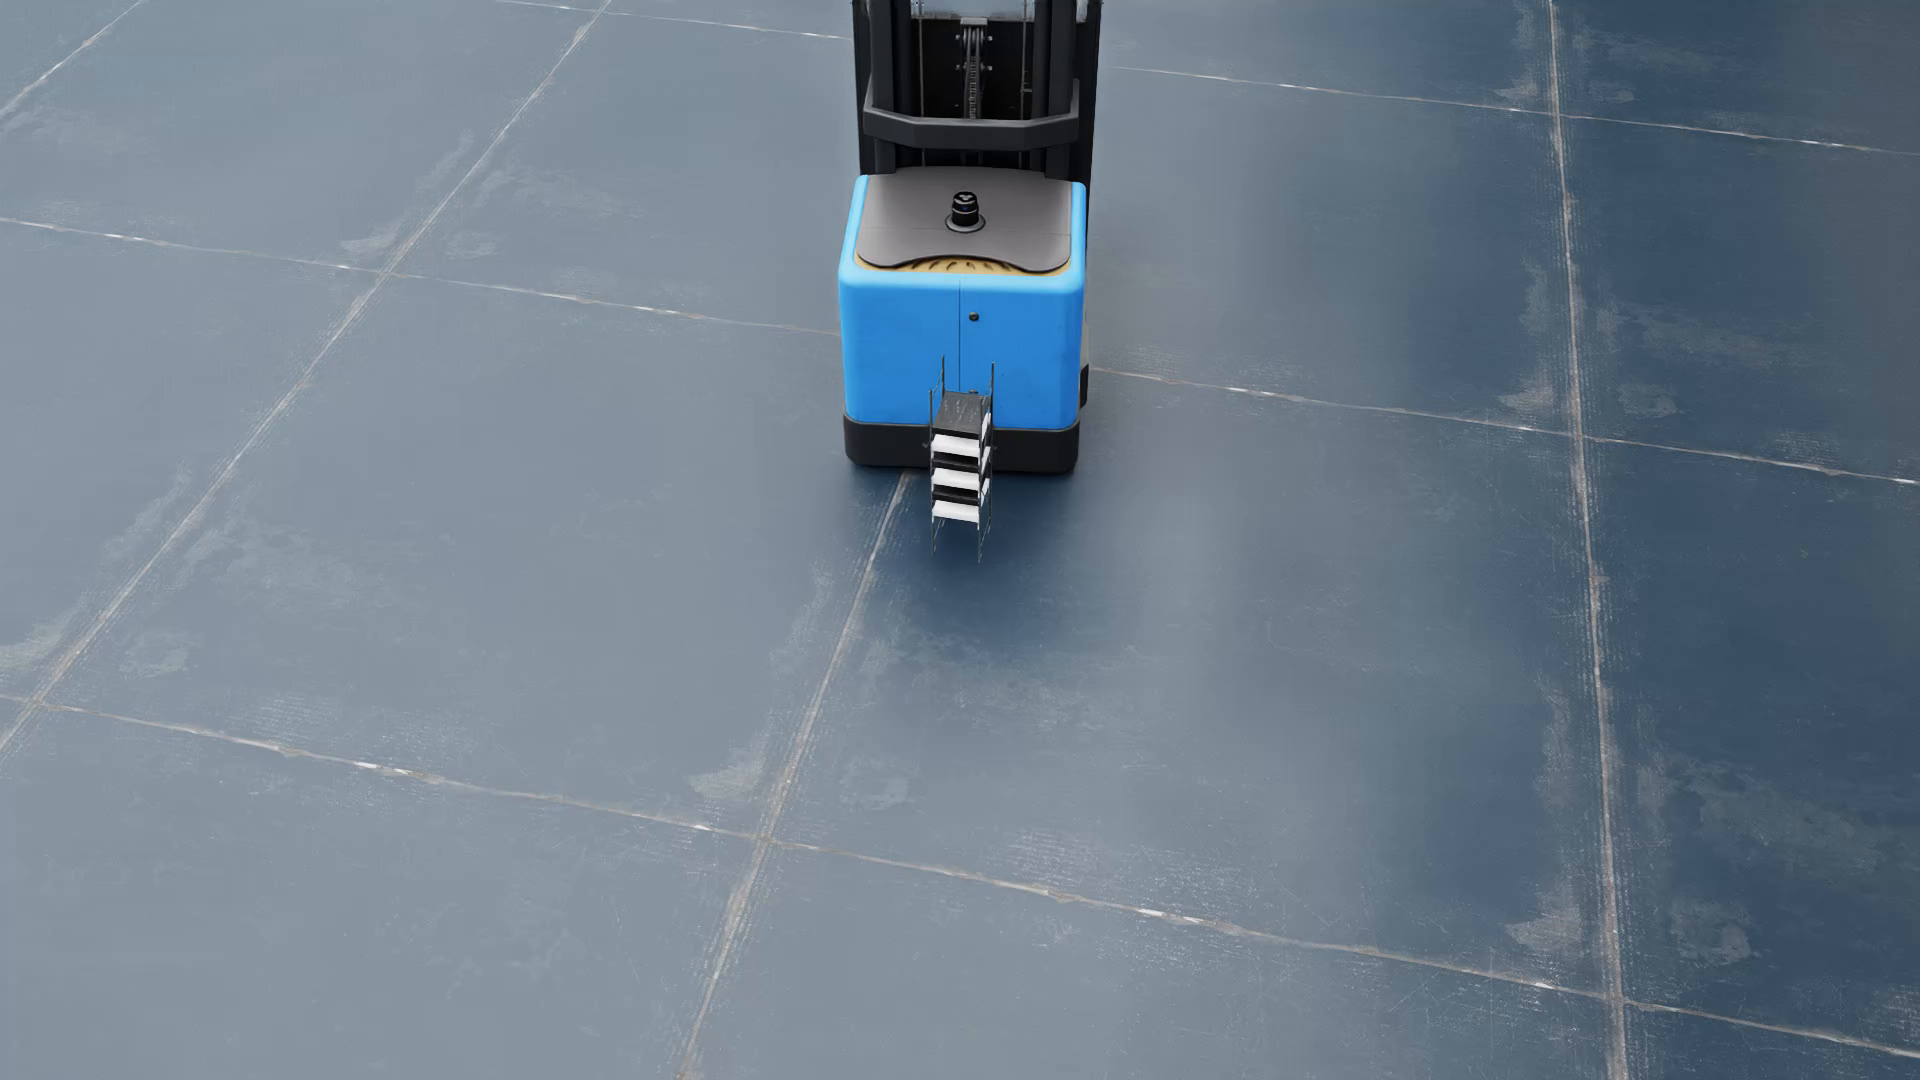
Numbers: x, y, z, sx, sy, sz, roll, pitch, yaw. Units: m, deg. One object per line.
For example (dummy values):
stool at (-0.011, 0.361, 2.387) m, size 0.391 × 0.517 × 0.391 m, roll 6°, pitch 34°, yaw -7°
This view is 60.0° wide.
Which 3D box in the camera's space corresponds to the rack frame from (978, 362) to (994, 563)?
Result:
rack frame at (0.107, -0.308, 6.881) m, size 0.006 × 0.900 × 0.240 m, roll 9°, pitch 45°, yaw 9°

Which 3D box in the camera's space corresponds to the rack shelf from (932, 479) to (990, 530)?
rack shelf at (0.008, -0.169, 7.045) m, size 0.200 × 0.077 × 0.258 m, roll 9°, pitch 45°, yaw 9°

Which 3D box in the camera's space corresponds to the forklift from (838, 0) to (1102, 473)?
forklift at (0.088, -2.370, 7.559) m, size 1.130 × 2.935 × 3.031 m, roll 2°, pitch 44°, yaw 2°

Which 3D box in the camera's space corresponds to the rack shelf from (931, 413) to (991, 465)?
rack shelf at (0.008, -0.429, 6.795) m, size 0.200 × 0.077 × 0.258 m, roll 9°, pitch 45°, yaw 9°

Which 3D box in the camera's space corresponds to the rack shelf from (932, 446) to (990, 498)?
rack shelf at (0.008, -0.299, 6.920) m, size 0.200 × 0.077 × 0.258 m, roll 9°, pitch 45°, yaw 9°

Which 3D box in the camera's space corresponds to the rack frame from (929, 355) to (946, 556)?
rack frame at (-0.091, -0.338, 6.913) m, size 0.006 × 0.900 × 0.240 m, roll 9°, pitch 45°, yaw 9°

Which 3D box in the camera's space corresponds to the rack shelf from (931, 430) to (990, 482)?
rack shelf at (0.008, -0.364, 6.857) m, size 0.200 × 0.077 × 0.258 m, roll 9°, pitch 45°, yaw 9°

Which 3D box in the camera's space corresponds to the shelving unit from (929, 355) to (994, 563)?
shelving unit at (0.008, -0.323, 6.897) m, size 0.210 × 0.900 × 0.258 m, roll 9°, pitch 45°, yaw 9°

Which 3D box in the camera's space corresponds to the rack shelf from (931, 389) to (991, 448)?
rack shelf at (0.008, -0.493, 6.733) m, size 0.200 × 0.077 × 0.258 m, roll 9°, pitch 45°, yaw 9°

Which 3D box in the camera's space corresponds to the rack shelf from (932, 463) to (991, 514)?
rack shelf at (0.008, -0.234, 6.982) m, size 0.200 × 0.077 × 0.258 m, roll 9°, pitch 45°, yaw 9°
